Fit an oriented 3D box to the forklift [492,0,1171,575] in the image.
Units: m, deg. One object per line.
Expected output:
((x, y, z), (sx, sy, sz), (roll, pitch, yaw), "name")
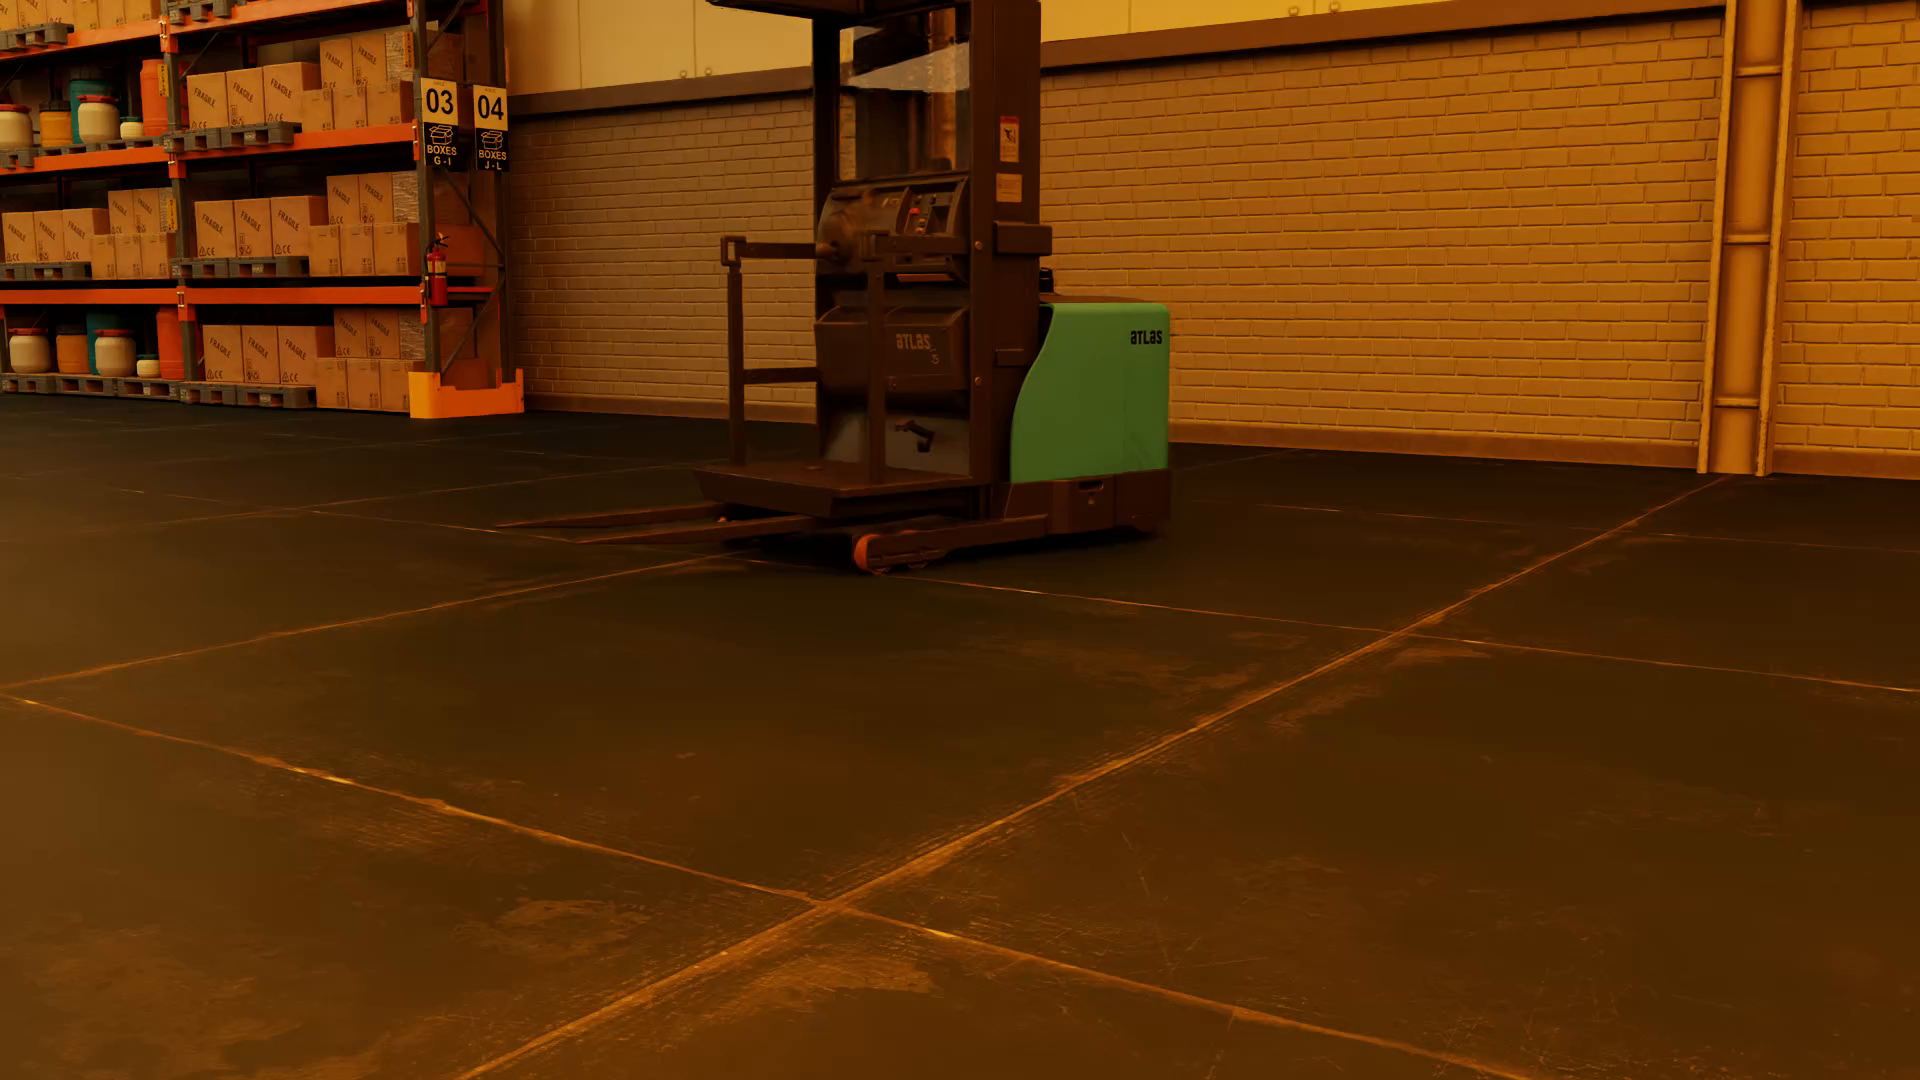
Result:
((-0.457, -1.394, 6.997), (3.031, 2.935, 1.130), (-7, 11, -41), "forklift")
